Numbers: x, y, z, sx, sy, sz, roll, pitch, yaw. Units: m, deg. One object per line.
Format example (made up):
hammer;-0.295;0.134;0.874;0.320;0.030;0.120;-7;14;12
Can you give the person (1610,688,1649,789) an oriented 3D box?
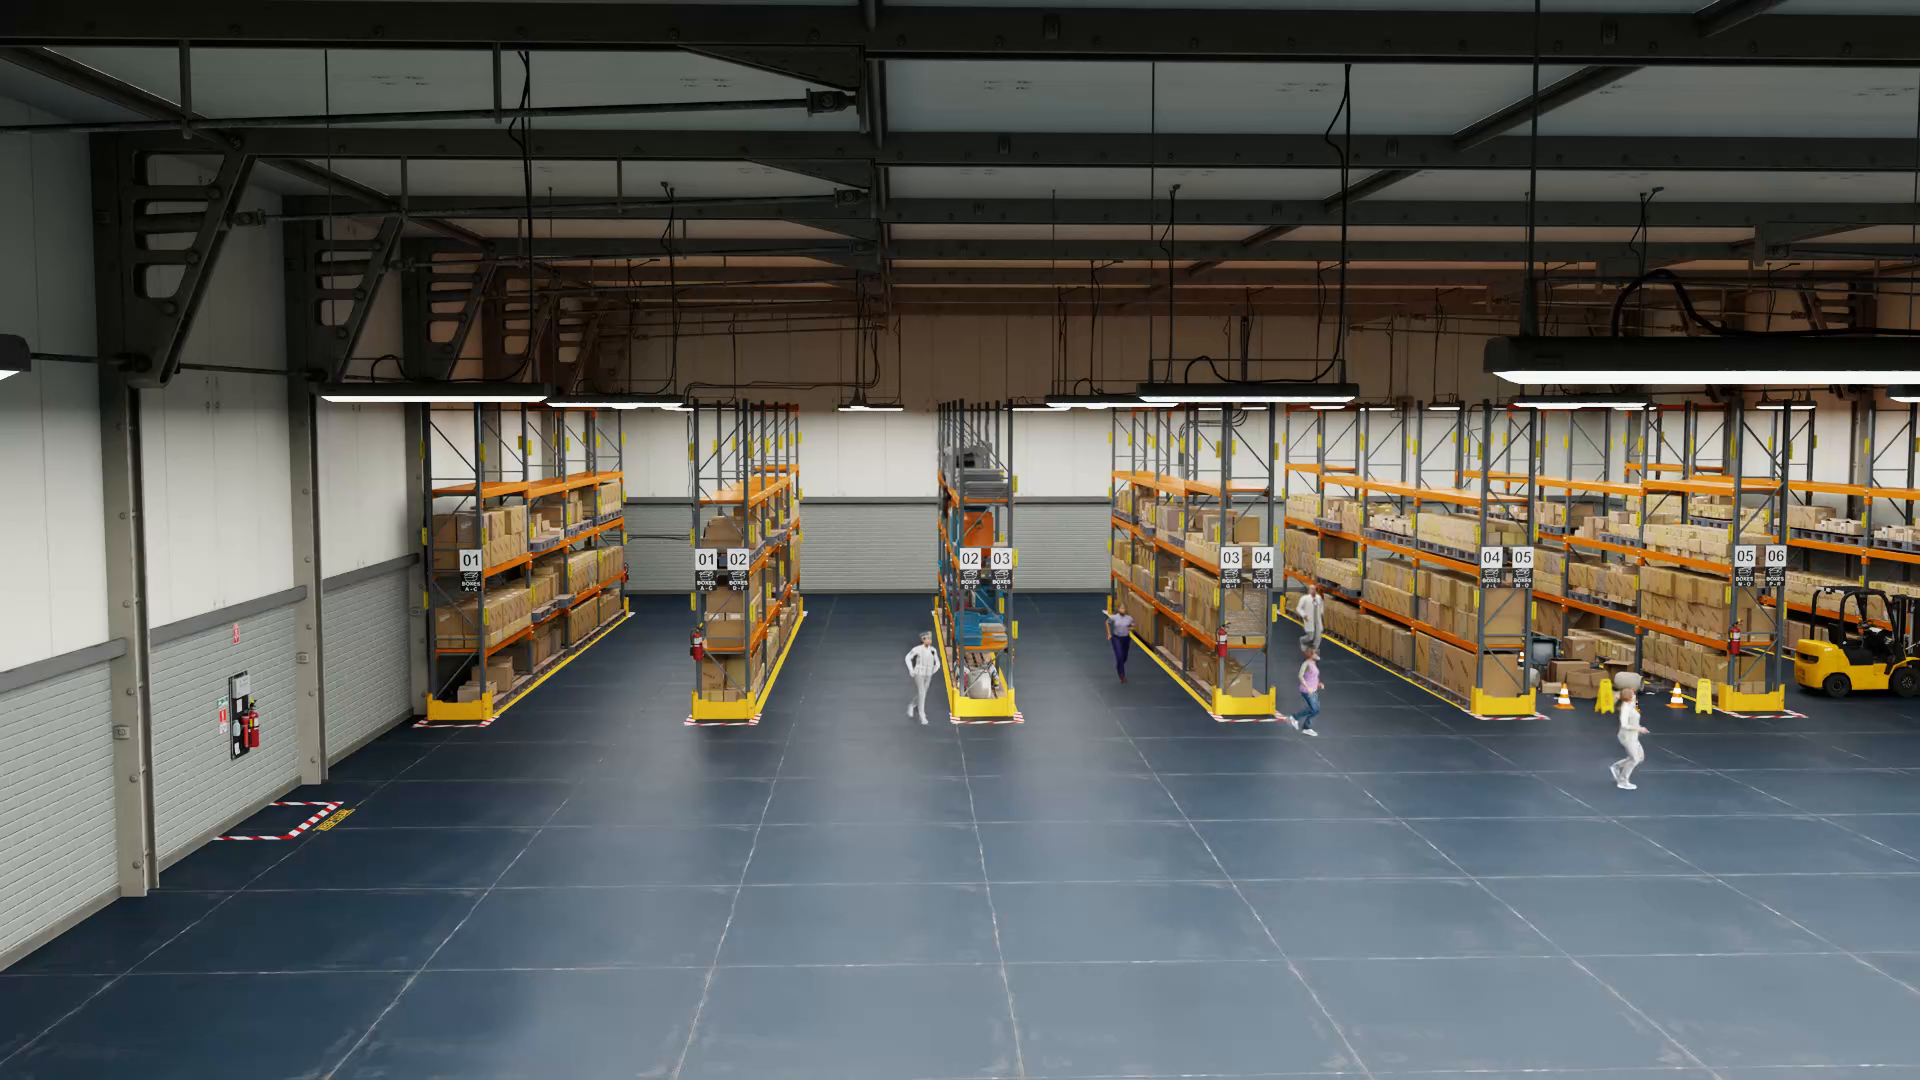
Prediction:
person;10.208;3.020;25.336;0.552;1.553;0.530;2;5;27

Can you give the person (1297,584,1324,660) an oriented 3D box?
person;8.234;1.907;38.920;0.711;1.743;0.756;-1;4;-14

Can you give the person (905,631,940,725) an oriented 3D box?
person;-0.681;2.545;31.013;0.632;1.696;0.785;-3;5;-32

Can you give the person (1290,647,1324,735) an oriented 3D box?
person;6.196;2.695;29.704;0.539;1.574;0.557;3;5;30

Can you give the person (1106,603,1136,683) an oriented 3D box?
person;3.460;2.180;35.620;0.599;1.638;0.919;-1;4;-13
